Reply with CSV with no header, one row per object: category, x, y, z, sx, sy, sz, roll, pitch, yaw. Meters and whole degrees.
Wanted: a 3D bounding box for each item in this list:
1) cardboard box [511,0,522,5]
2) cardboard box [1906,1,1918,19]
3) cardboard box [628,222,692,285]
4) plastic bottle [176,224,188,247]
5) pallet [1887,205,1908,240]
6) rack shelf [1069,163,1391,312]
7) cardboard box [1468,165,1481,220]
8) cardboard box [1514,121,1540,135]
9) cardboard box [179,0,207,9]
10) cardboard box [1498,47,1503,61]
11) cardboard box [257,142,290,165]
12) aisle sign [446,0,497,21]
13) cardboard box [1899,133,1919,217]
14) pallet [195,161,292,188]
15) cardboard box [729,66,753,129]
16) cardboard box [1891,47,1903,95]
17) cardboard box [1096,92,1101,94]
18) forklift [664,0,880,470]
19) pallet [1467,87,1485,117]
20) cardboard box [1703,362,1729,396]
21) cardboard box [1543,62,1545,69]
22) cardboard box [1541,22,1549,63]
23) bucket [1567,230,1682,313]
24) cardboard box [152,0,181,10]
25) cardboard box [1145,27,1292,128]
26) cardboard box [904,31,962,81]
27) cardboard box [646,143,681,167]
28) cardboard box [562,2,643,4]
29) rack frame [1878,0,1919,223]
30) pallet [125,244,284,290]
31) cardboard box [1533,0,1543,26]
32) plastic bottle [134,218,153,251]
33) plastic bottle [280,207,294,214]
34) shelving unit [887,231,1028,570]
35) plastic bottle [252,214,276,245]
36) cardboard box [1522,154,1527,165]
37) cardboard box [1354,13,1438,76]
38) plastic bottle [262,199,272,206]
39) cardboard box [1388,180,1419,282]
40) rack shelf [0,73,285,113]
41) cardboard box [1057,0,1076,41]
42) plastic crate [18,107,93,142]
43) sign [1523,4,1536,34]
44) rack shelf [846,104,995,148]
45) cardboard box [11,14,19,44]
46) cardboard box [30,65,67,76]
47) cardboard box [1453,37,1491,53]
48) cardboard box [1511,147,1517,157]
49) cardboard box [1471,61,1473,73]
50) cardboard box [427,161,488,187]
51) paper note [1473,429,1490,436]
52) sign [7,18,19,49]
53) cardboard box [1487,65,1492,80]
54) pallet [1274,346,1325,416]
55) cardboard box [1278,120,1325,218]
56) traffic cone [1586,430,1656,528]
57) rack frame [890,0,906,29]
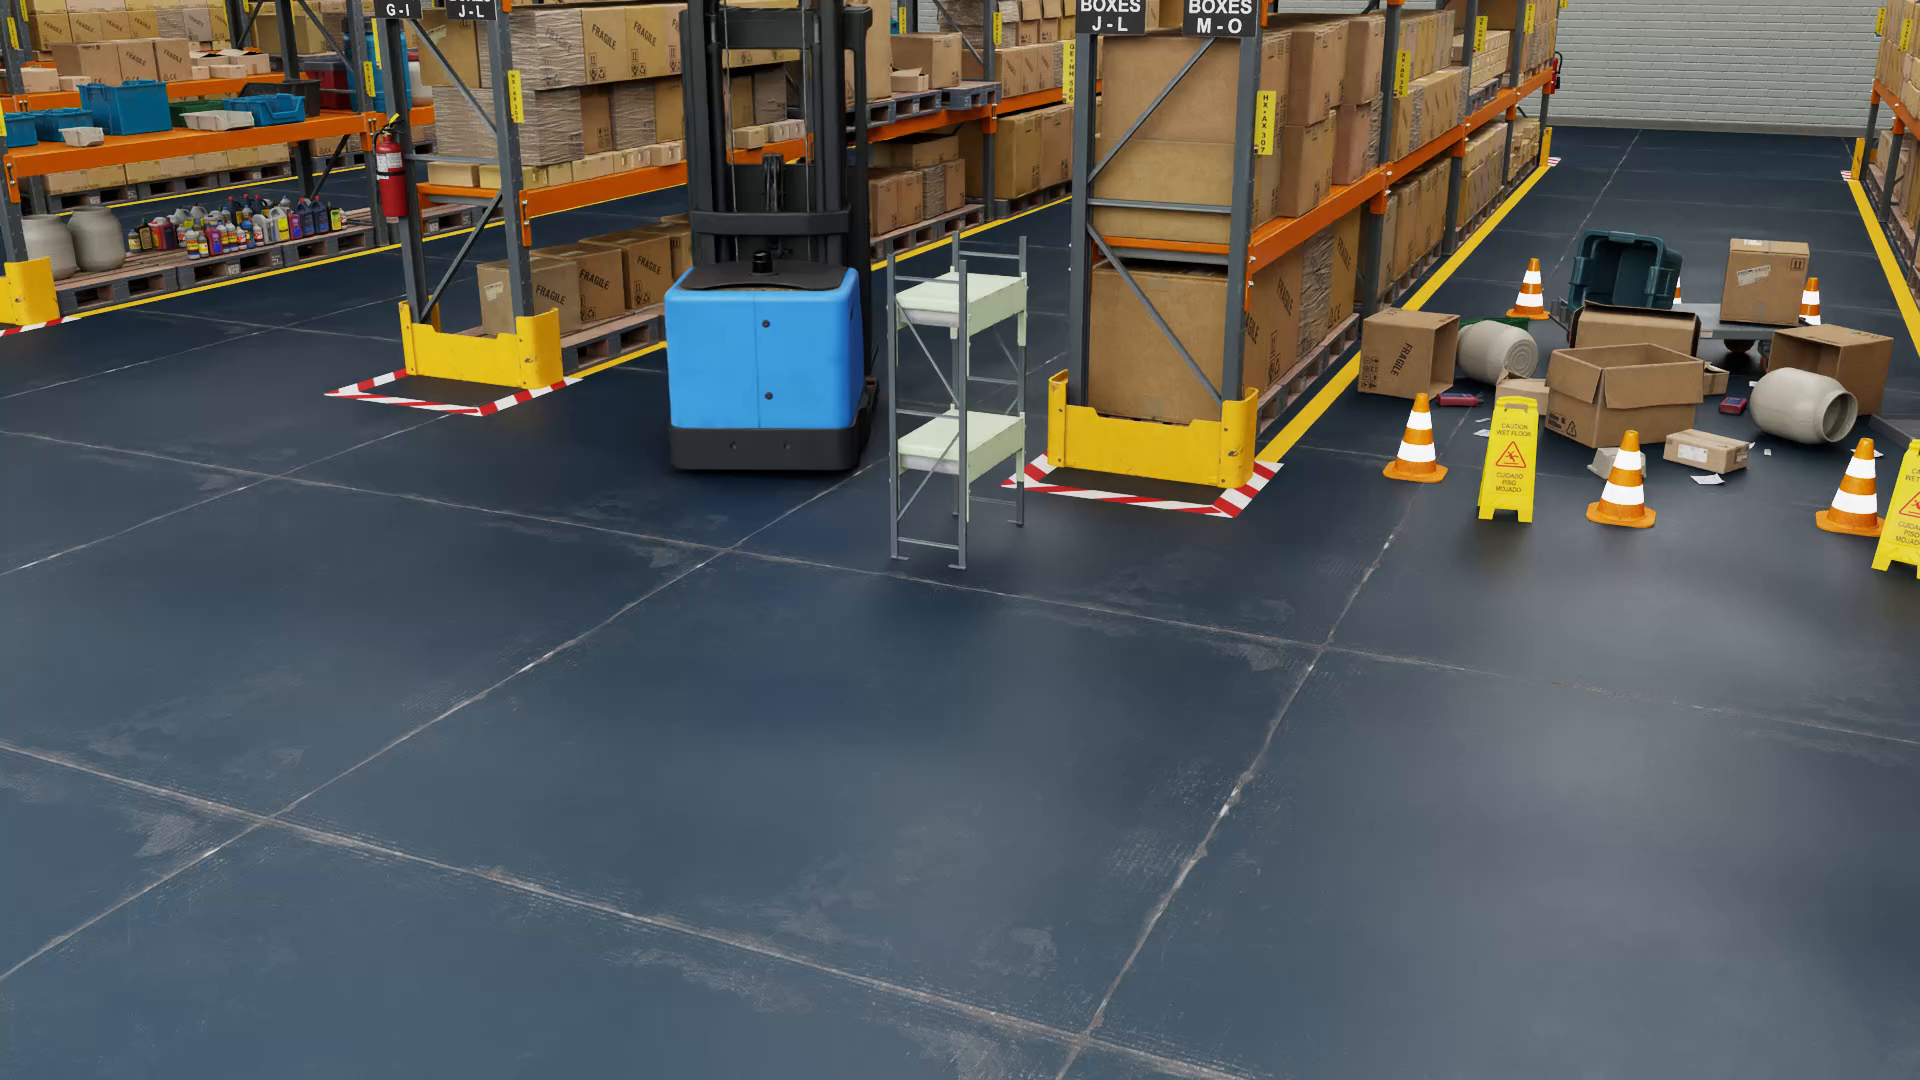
cardboard box,-7.053,-8.196,25.397,0.500,0.500,0.500,9,22,24
cardboard box,10.516,-5.553,17.964,0.500,0.500,0.500,8,21,22
cardboard box,-2.353,-2.293,13.544,0.500,0.500,0.500,7,21,18
plastic bottle,-7.241,-2.838,15.492,0.097,0.201,0.097,0,20,0
pallet,10.327,-3.292,17.411,1.003,0.211,1.213,9,21,23
rack shelf,1.922,-2.105,10.984,1.077,0.370,4.000,9,21,23
cardboard box,5.104,-3.633,17.312,0.500,0.500,0.500,9,21,23
cardboard box,7.524,-5.496,22.187,0.380,0.149,0.250,8,21,21
cardboard box,-12.200,-8.468,26.061,0.500,0.250,0.500,9,21,24
cardboard box,5.823,-5.415,18.524,0.380,0.149,0.250,10,22,25
cardboard box,-9.134,-5.058,21.690,0.500,0.250,0.500,9,22,24
aisle sign,-3.132,-3.708,10.540,0.394,0.787,0.004,9,21,23
cardboard box,10.394,-3.848,17.358,0.875,0.875,0.875,9,22,24
pallet,-9.513,-4.789,21.621,1.003,0.211,1.213,9,21,23
cardboard box,-2.220,-3.677,13.737,0.875,0.500,0.500,9,21,23
cardboard box,10.737,-5.234,18.561,0.500,0.500,0.500,8,21,21
cardboard box,1.877,-5.600,22.282,0.875,0.875,0.875,9,21,23
forklift,-1.097,-2.215,10.323,1.130,2.935,3.031,0,20,1
pallet,4.574,-4.420,16.706,1.213,0.211,1.003,9,21,23
cardboard box,5.007,-1.164,11.345,0.258,0.266,0.396,-5,20,-15
cardboard box,7.643,-6.396,22.351,0.380,0.149,0.250,9,21,23
cardboard box,7.291,-6.425,21.465,0.500,0.500,0.500,9,21,23
bucket,4.789,-1.871,11.870,0.726,0.611,0.620,18,16,41
cardboard box,-12.408,-8.312,25.623,0.500,0.250,0.500,9,21,24
cardboard box,1.432,-2.701,9.750,0.875,0.550,0.550,9,21,23
cardboard box,-0.289,-5.064,17.454,0.500,0.500,0.500,6,20,16
cardboard box,-2.344,-2.925,12.592,0.380,0.149,0.250,9,21,23
cardboard box,-2.762,-3.862,12.766,0.500,0.500,0.500,9,21,23
rack frame,10.574,-4.852,17.636,1.000,3.000,0.127,9,21,23
pallet,-7.072,-2.558,15.347,1.003,0.211,1.213,9,21,23
cardboard box,6.857,-6.574,20.391,0.500,0.500,0.500,9,21,24
plastic bottle,-7.516,-2.810,15.292,0.061,0.283,0.133,9,22,24
plastic bottle,-6.486,-3.088,16.082,0.152,0.276,0.135,9,21,23
shelving unit,-0.003,-0.705,8.212,0.431,1.500,0.755,9,21,23
plastic bottle,-6.543,-2.927,15.631,0.152,0.276,0.135,9,21,24
cardboard box,7.163,-4.982,21.630,0.380,0.149,0.250,9,21,24
cardboard box,3.772,-4.348,14.577,0.700,0.500,0.500,8,21,22
plastic bottle,-6.899,-3.230,16.483,0.152,0.276,0.135,9,22,25
cardboard box,3.312,-2.689,14.285,1.050,0.750,0.750,9,21,23
rack shelf,-9.960,-5.399,20.248,1.077,0.370,4.000,9,21,23
cardboard box,0.988,-6.327,20.137,0.797,0.503,0.637,9,21,23
plastic crate,-7.696,-3.545,14.182,0.499,0.251,0.408,9,21,23
sign,6.525,-5.971,19.054,0.100,0.325,0.005,9,21,23
rack shelf,-0.924,-4.039,16.423,1.077,0.370,4.000,9,21,23
cardboard box,-13.709,-7.405,24.192,0.500,0.500,0.500,9,21,23
cardboard box,-10.586,-5.357,19.257,0.396,0.266,0.258,8,21,21
cardboard box,5.387,-5.230,17.558,0.380,0.149,0.250,8,21,22
cardboard box,6.793,-4.894,20.938,0.380,0.149,0.250,10,22,25
cardboard box,4.869,-4.701,16.514,0.380,0.149,0.250,10,22,25
cardboard box,-3.452,-2.541,11.511,0.380,0.149,0.250,9,21,23
paper note,3.277,-0.666,10.299,0.144,0.017,0.142,18,26,41
sign,-10.272,-5.496,18.037,0.100,0.325,0.005,9,21,23
cardboard box,5.505,-5.033,17.892,0.380,0.149,0.250,10,22,25
pallet,1.860,-1.145,11.374,1.003,0.211,1.213,9,21,23
cardboard box,1.763,-2.348,10.369,0.875,0.550,0.550,9,21,23
traffic cone,3.508,-0.345,8.749,0.336,0.463,0.334,9,21,23
rack frame,-1.347,-8.114,26.809,1.000,3.000,0.127,9,21,23
